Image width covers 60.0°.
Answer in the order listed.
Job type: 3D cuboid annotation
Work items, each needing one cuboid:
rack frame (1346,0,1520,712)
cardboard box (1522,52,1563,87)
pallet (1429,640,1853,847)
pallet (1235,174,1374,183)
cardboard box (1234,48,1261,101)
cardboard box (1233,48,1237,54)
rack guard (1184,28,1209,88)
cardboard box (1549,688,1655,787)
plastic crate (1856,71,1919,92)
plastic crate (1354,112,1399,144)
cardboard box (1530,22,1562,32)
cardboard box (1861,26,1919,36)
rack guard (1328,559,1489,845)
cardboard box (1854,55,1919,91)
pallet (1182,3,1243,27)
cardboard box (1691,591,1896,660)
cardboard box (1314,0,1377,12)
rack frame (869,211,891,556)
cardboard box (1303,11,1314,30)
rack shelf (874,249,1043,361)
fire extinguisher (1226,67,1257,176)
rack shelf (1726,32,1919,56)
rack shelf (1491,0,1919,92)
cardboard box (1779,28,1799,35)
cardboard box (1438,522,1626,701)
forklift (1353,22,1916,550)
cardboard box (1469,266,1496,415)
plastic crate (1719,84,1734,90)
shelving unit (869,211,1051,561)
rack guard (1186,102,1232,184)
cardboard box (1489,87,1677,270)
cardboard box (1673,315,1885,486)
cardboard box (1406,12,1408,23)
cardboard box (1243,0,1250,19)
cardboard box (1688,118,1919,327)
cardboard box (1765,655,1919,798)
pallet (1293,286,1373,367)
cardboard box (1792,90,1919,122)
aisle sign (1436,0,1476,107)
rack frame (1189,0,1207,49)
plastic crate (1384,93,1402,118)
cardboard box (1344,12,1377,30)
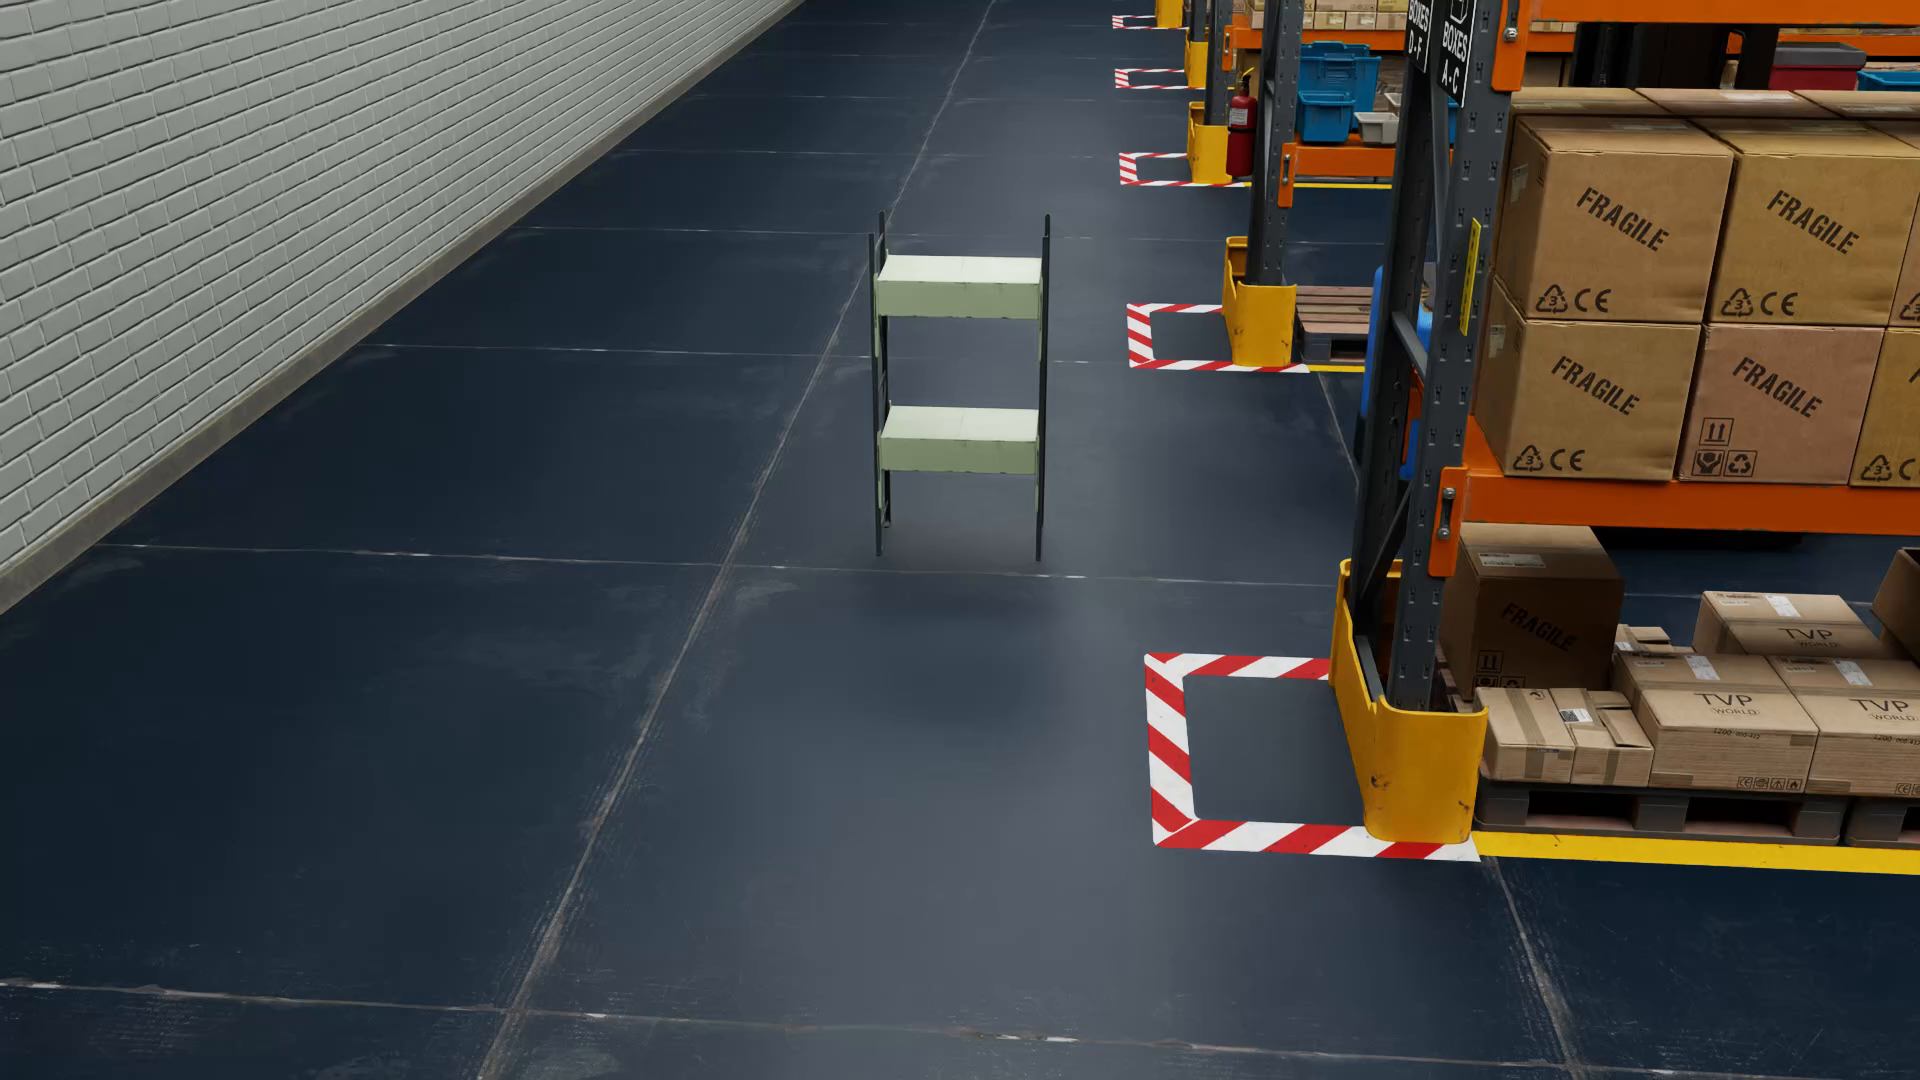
[{"bbox_3d":[1.515,-0.593,5.483,0.127,3.000,1.000,2,25,4],"label":"rack frame"},{"bbox_3d":[4.716,-3.902,14.715,0.875,0.875,0.875,2,25,4],"label":"cardboard box"},{"bbox_3d":[2.386,0.702,6.006,1.213,0.211,1.003,2,25,4],"label":"pallet"},{"bbox_3d":[3.080,-3.462,15.054,1.213,0.211,1.003,2,25,4],"label":"pallet"},{"bbox_3d":[2.921,-3.960,14.840,0.875,0.875,0.875,2,25,4],"label":"cardboard box"},{"bbox_3d":[3.260,-5.692,19.119,0.250,0.149,0.380,3,25,6],"label":"cardboard box"},{"bbox_3d":[2.833,-5.647,19.459,0.348,0.500,1.175,2,25,4],"label":"rack guard"},{"bbox_3d":[2.155,0.659,5.626,0.250,0.166,0.380,2,25,4],"label":"cardboard box"},{"bbox_3d":[5.394,-2.422,9.406,0.575,0.384,0.392,2,25,4],"label":"plastic crate"},{"bbox_3d":[2.432,-2.375,9.600,0.298,0.136,0.250,2,25,4],"label":"plastic crate"},{"bbox_3d":[4.910,-4.385,14.026,0.250,0.149,0.380,2,25,5],"label":"cardboard box"},{"bbox_3d":[7.705,-4.488,13.829,0.500,0.500,0.500,1,25,3],"label":"cardboard box"},{"bbox_3d":[1.591,0.545,6.001,0.348,0.500,1.175,2,25,4],"label":"rack guard"},{"bbox_3d":[7.796,-3.779,14.446,0.875,0.875,1.225,1,25,2],"label":"cardboard box"},{"bbox_3d":[3.839,-7.592,24.030,1.213,0.211,1.003,2,25,4],"label":"pallet"},{"bbox_3d":[3.021,0.414,6.058,0.500,0.250,0.500,2,25,4],"label":"cardboard box"},{"bbox_3d":[3.254,-4.647,14.117,0.500,0.250,0.500,2,25,3],"label":"cardboard box"},{"bbox_3d":[-0.358,-0.693,7.495,0.023,1.500,0.400,2,25,4],"label":"rack frame"},{"bbox_3d":[2.862,-4.451,14.168,0.250,0.149,0.380,1,25,3],"label":"cardboard box"},{"bbox_3d":[0.007,-1.036,7.307,0.720,0.370,0.431,2,25,4],"label":"rack shelf"},{"bbox_3d":[1.782,-2.647,10.486,0.183,0.674,0.296,2,25,4],"label":"fire extinguisher"},{"bbox_3d":[8.259,-4.203,14.189,4.000,0.370,1.077,2,25,4],"label":"rack shelf"},{"bbox_3d":[3.509,-1.565,4.868,4.000,0.370,1.077,2,25,4],"label":"rack shelf"},{"bbox_3d":[6.705,-4.520,13.898,0.500,0.500,0.500,2,25,4],"label":"cardboard box"},{"bbox_3d":[2.076,0.258,6.099,0.500,0.500,0.500,2,25,4],"label":"cardboard box"},{"bbox_3d":[3.530,-1.514,7.567,3.031,2.935,1.130,1,25,1],"label":"forklift"},{"bbox_3d":[1.982,-0.737,5.678,0.500,0.500,0.500,3,25,6],"label":"cardboard box"},{"bbox_3d":[4.378,-2.628,9.977,0.530,0.282,0.437,2,25,4],"label":"plastic crate"},{"bbox_3d":[0.007,-0.681,7.470,0.755,1.500,0.431,2,25,4],"label":"shelving unit"},{"bbox_3d":[2.253,-3.587,14.980,0.348,0.500,1.175,2,25,4],"label":"rack guard"},{"bbox_3d":[1.980,-1.193,5.472,0.500,0.500,0.500,2,25,4],"label":"cardboard box"},{"bbox_3d":[2.452,-0.500,5.162,0.500,0.500,0.500,2,25,3],"label":"cardboard box"},{"bbox_3d":[3.888,-4.418,14.098,0.250,0.149,0.380,2,25,3],"label":"cardboard box"},{"bbox_3d":[2.657,-4.733,14.782,0.250,0.149,0.380,2,25,5],"label":"cardboard box"},{"bbox_3d":[2.459,-0.955,4.954,0.500,0.500,0.500,2,25,5],"label":"cardboard box"},{"bbox_3d":[3.032,0.624,5.602,0.500,0.250,0.500,2,25,4],"label":"cardboard box"},{"bbox_3d":[2.717,-1.348,10.460,1.213,0.211,1.003,2,25,4],"label":"pallet"},{"bbox_3d":[3.001,-1.162,5.405,0.500,0.500,0.500,3,25,5],"label":"cardboard box"},{"bbox_3d":[1.424,-1.653,4.679,0.004,0.787,0.394,2,25,4],"label":"aisle sign"},{"bbox_3d":[2.757,-6.785,18.942,0.127,3.000,1.000,2,25,4],"label":"rack frame"},{"bbox_3d":[2.725,-2.614,10.120,0.243,0.136,0.396,2,25,4],"label":"plastic crate"},{"bbox_3d":[3.377,-4.435,14.134,0.250,0.149,0.380,1,25,3],"label":"cardboard box"}]
